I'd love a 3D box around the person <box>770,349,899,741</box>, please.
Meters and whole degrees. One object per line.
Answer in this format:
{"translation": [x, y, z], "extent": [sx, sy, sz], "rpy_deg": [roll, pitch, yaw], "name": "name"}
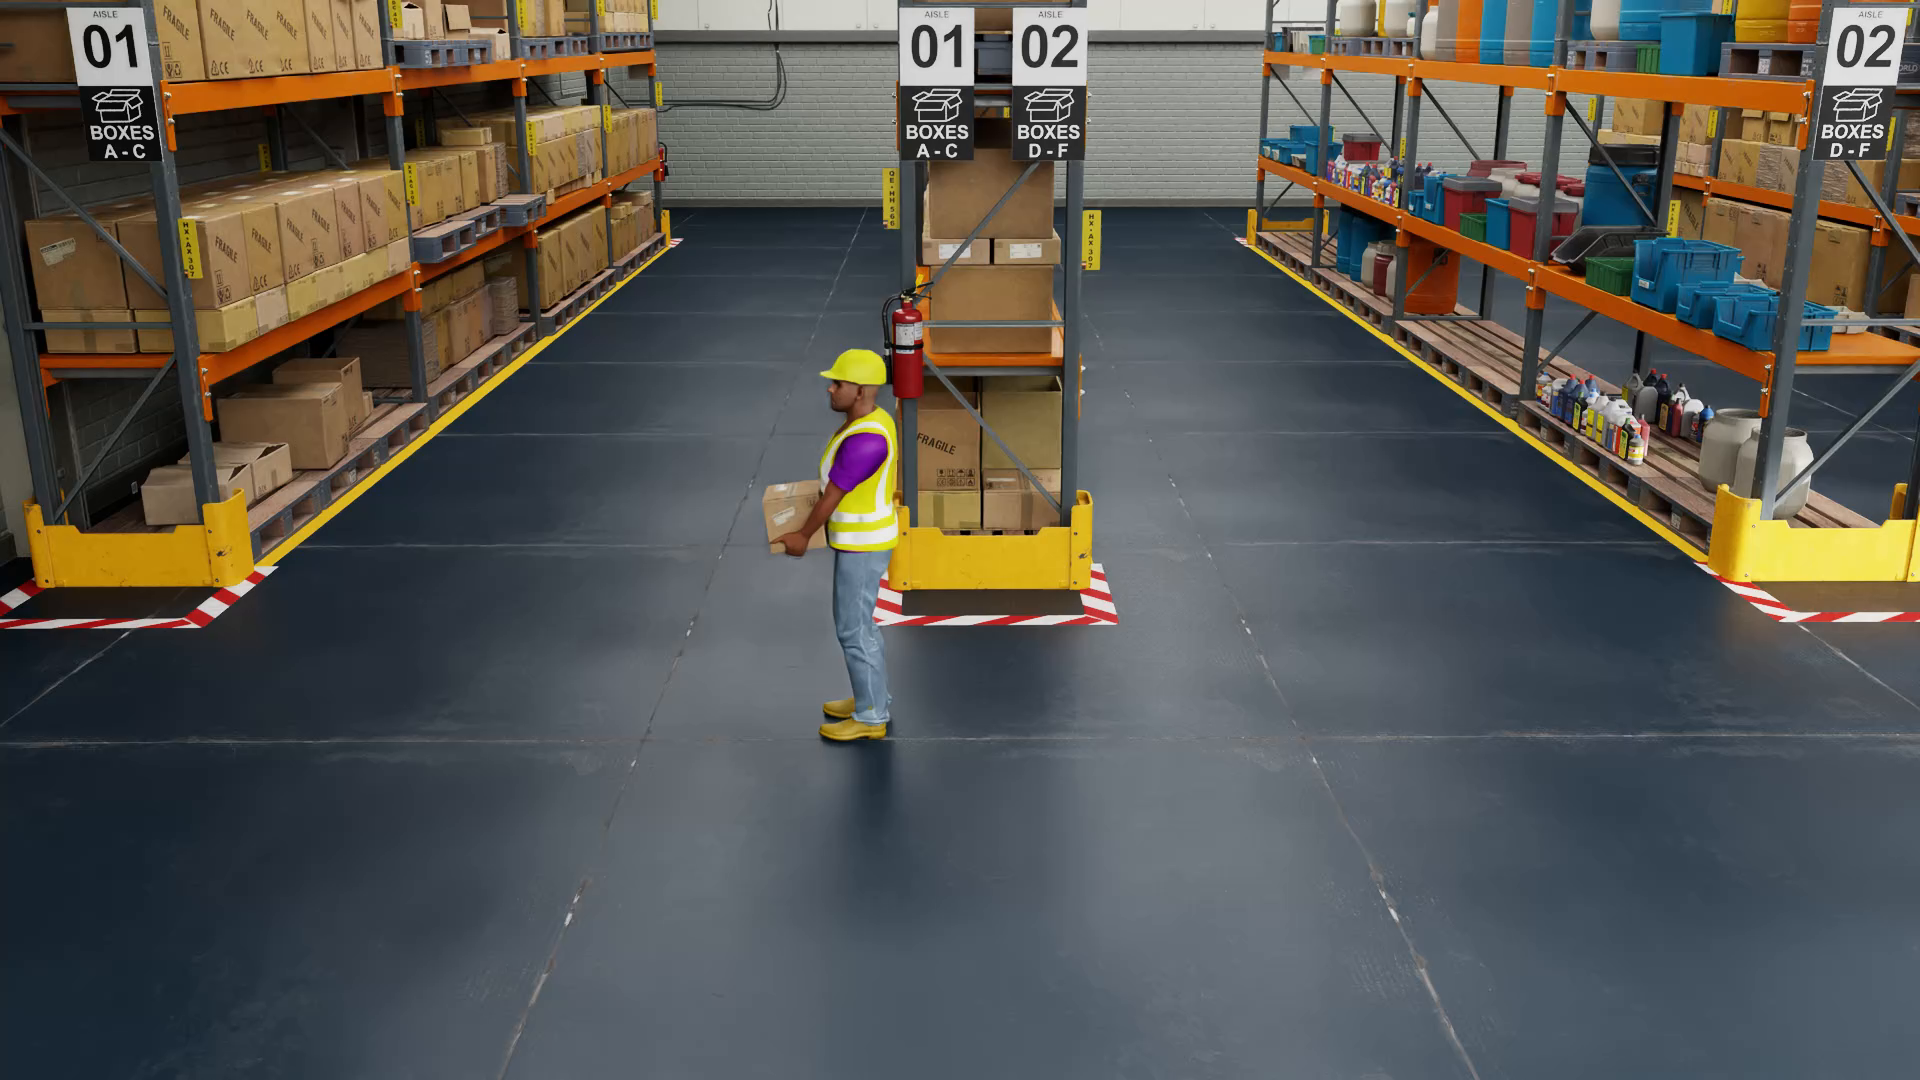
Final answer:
{"translation": [-0.555, 0.019, 7.444], "extent": [0.568, 1.763, 0.505], "rpy_deg": [0, 17, -1], "name": "person"}
